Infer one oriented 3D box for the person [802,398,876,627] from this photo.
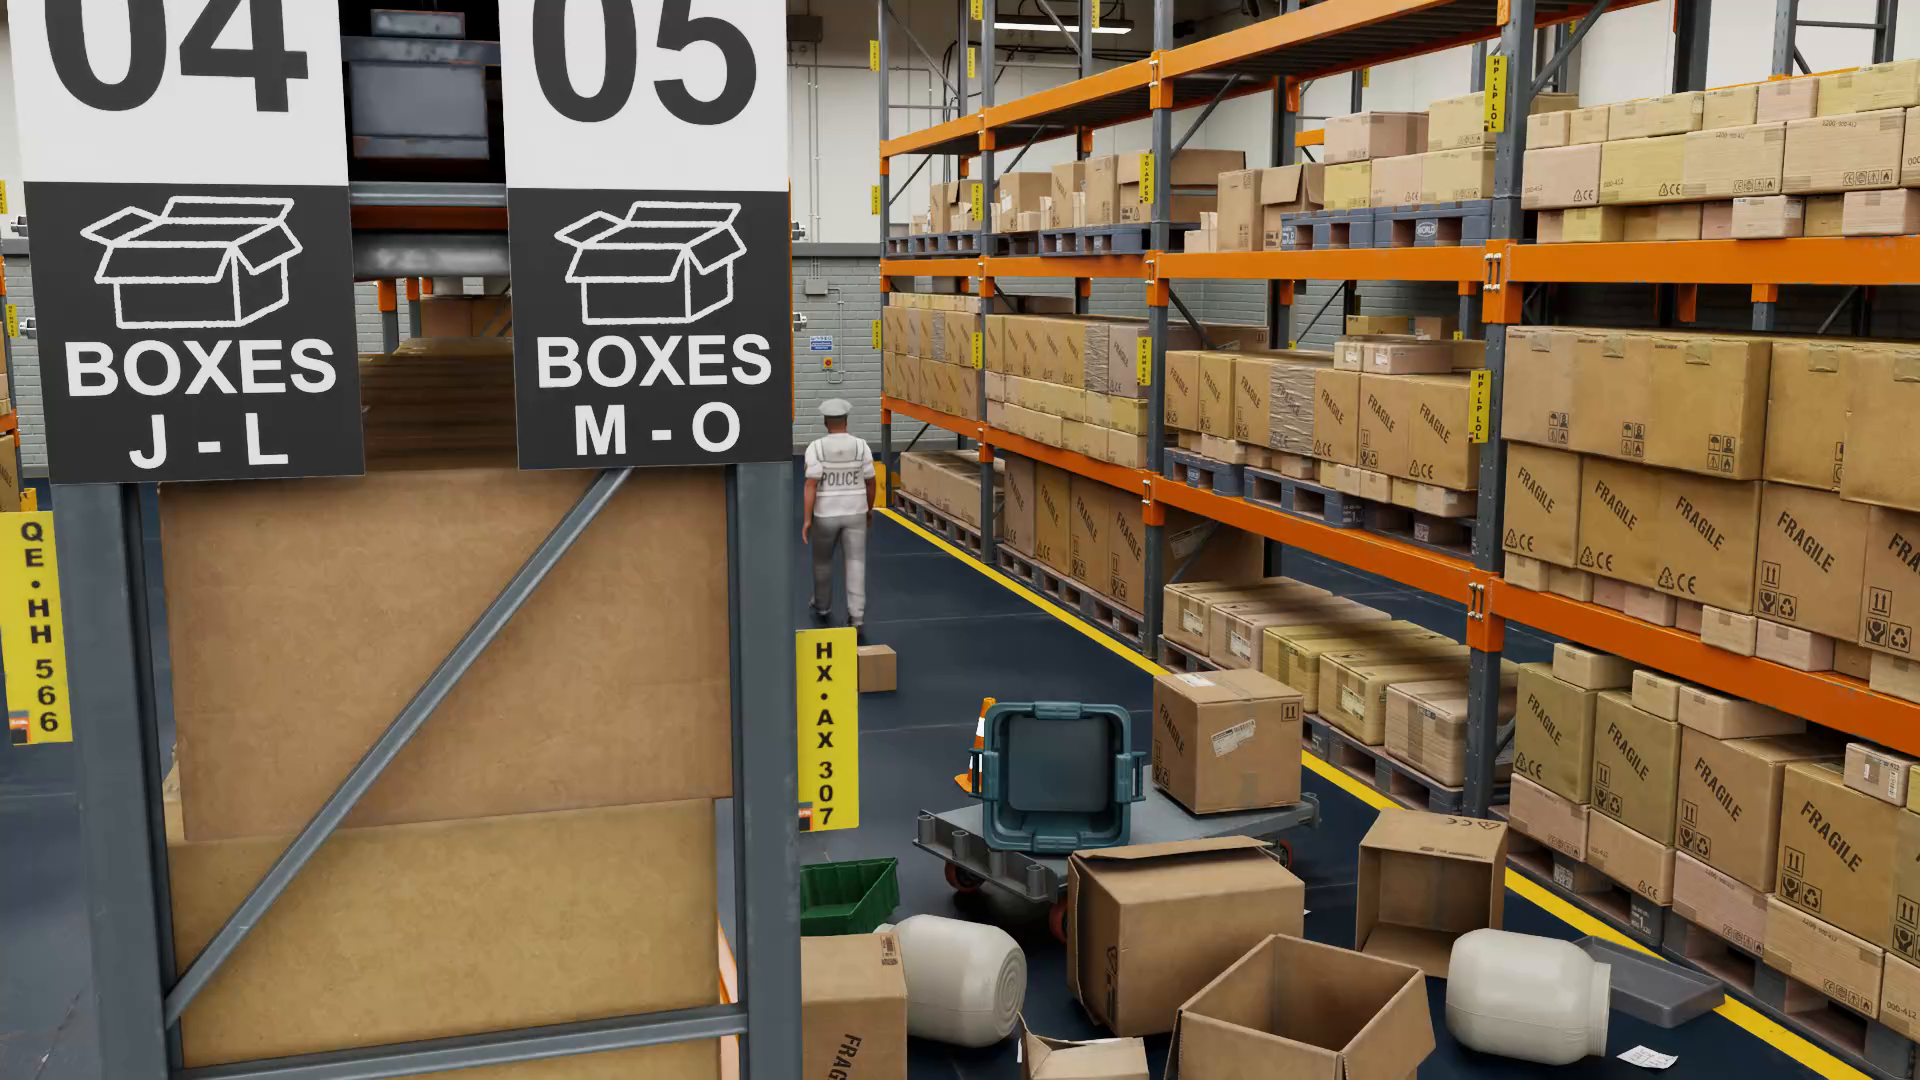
[{"bbox_3d":[-0.922,-0.227,12.658,0.573,1.711,1.077,-1,9,-6],"label":"person"}]
